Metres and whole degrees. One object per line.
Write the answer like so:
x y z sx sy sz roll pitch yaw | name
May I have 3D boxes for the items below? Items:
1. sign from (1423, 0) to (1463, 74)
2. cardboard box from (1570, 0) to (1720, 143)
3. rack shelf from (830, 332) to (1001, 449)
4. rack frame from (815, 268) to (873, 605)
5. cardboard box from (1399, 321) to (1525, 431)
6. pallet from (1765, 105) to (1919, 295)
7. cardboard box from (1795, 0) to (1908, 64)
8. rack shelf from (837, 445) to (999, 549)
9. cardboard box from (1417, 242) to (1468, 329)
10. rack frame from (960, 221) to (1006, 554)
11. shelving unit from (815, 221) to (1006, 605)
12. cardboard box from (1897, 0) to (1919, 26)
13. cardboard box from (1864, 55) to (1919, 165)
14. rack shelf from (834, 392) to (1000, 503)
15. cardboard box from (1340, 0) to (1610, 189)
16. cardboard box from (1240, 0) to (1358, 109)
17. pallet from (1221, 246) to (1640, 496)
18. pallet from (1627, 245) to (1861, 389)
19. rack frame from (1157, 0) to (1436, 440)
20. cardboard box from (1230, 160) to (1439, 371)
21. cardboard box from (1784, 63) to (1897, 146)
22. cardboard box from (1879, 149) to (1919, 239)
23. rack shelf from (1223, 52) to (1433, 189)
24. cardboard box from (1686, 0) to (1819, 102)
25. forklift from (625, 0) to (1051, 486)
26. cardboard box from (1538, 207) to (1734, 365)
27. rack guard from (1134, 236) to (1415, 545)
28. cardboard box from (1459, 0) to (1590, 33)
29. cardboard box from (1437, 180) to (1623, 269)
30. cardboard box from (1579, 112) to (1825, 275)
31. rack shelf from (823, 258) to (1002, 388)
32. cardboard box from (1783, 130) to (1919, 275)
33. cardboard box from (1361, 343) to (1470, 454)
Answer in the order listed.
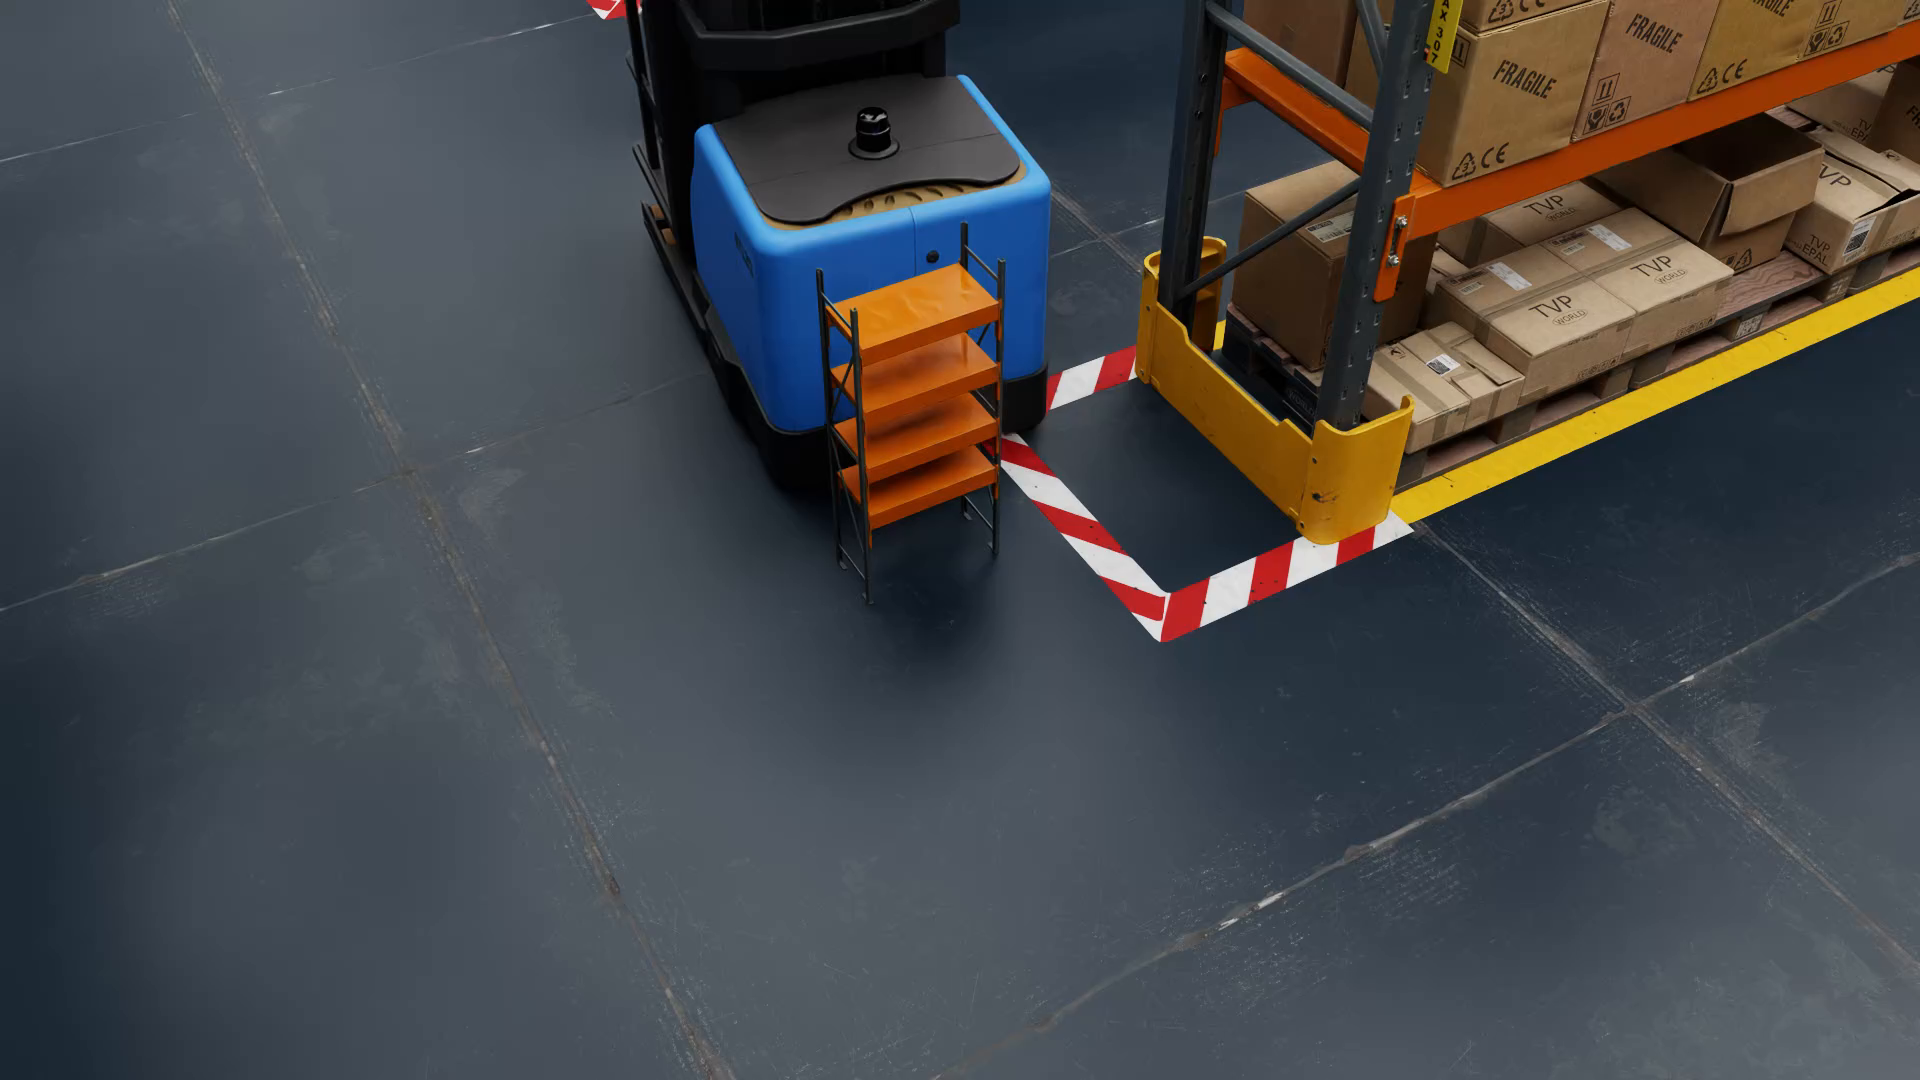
1.294 -1.411 4.428 0.005 0.325 0.100 -22 48 -21 | sign
1.984 -1.640 5.215 0.500 0.500 0.500 -22 48 -21 | cardboard box
-0.144 -0.485 5.164 0.480 0.148 0.258 -22 48 -21 | rack shelf
-0.355 -0.288 5.186 0.015 1.200 0.240 -22 48 -21 | rack frame
1.775 -0.593 5.926 0.250 0.166 0.380 -22 48 -21 | cardboard box
3.896 -1.577 7.223 1.213 0.211 1.003 -22 48 -21 | pallet
2.855 -1.985 5.570 0.500 0.500 0.500 -21 48 -20 | cardboard box
-0.144 -0.182 5.458 0.480 0.148 0.258 -22 48 -21 | rack shelf
1.768 -0.992 6.337 0.250 0.166 0.380 -22 48 -21 | cardboard box
0.068 -0.458 5.360 0.015 1.200 0.240 -22 48 -21 | rack frame
-0.144 -0.373 5.273 0.503 1.200 0.258 -22 48 -21 | shelving unit
3.296 -2.164 5.754 0.500 0.500 0.500 -21 48 -20 | cardboard box
4.139 -1.707 6.834 0.500 0.500 0.500 -22 48 -21 | cardboard box
-0.144 -0.325 5.320 0.480 0.148 0.258 -22 48 -21 | rack shelf
1.540 -1.458 5.027 0.500 0.500 0.500 -21 48 -20 | cardboard box
1.276 -1.783 5.362 0.500 0.500 0.500 -20 48 -20 | cardboard box
1.780 -0.730 6.351 1.213 0.211 1.003 -22 48 -21 | pallet
2.837 -1.151 6.784 1.213 0.211 1.003 -22 48 -21 | pallet
1.024 -1.428 5.067 0.127 3.000 1.000 -22 48 -21 | rack frame
1.372 -1.026 6.132 0.500 0.500 0.500 -22 48 -21 | cardboard box
4.020 -1.993 7.265 0.500 0.311 0.500 -22 48 -21 | cardboard box
3.844 -1.415 6.785 0.250 0.149 0.380 -22 48 -21 | cardboard box
2.758 -1.933 5.965 3.809 0.124 0.919 -22 48 -21 | rack shelf
2.421 -1.813 5.392 0.500 0.500 0.500 -22 48 -21 | cardboard box
-0.694 -2.282 5.996 1.130 2.935 3.031 -15 46 -15 | forklift
2.503 -0.963 6.247 0.500 0.250 0.500 -22 48 -21 | cardboard box
1.089 -0.557 5.965 0.348 0.500 1.175 -22 48 -21 | rack guard
1.540 -1.817 4.679 0.500 0.500 0.500 -20 48 -20 | cardboard box
2.211 -1.248 6.540 0.500 0.250 0.500 -22 48 -21 | cardboard box
2.865 -1.422 6.539 0.637 0.503 0.797 -22 48 -21 | cardboard box
-0.144 -0.655 4.999 0.480 0.148 0.258 -22 48 -21 | rack shelf
3.489 -1.379 6.632 0.500 0.311 0.500 -22 48 -21 | cardboard box
1.558 -0.500 5.843 0.250 0.149 0.380 -22 48 -21 | cardboard box
